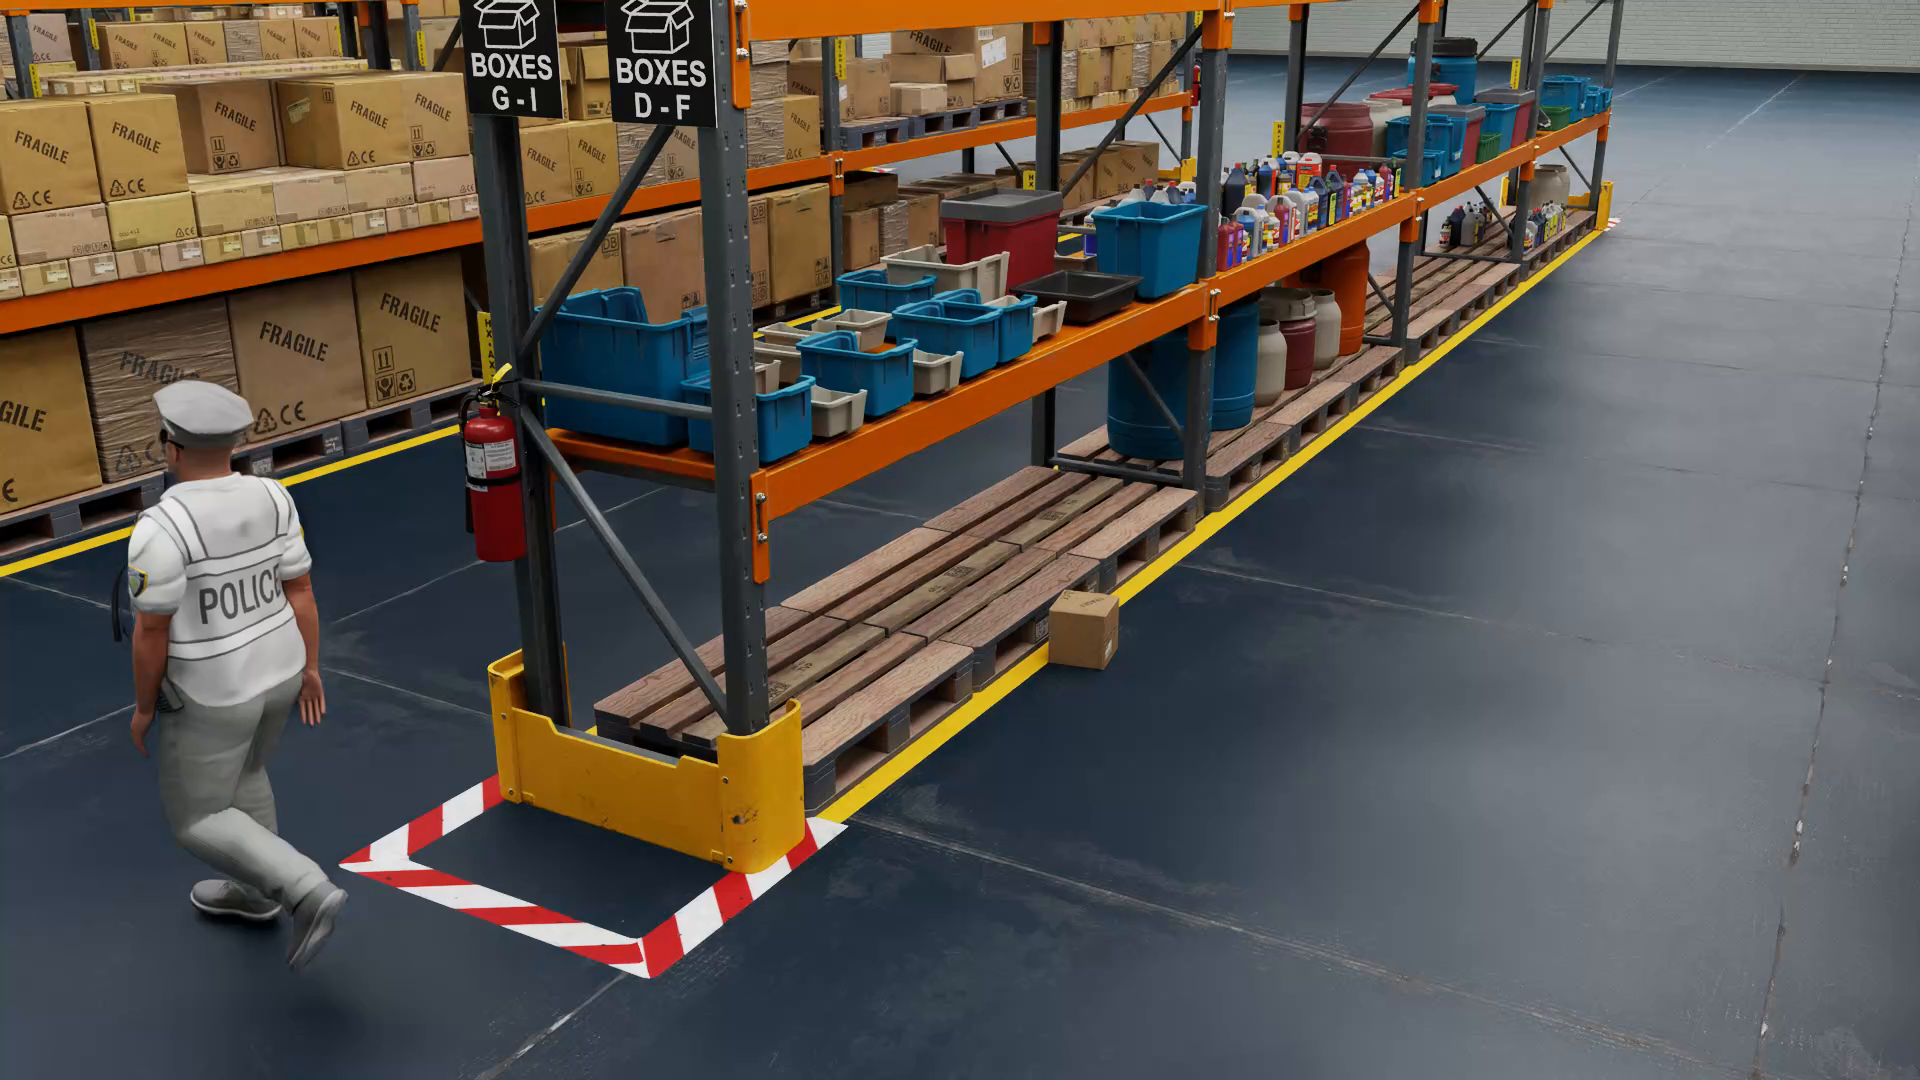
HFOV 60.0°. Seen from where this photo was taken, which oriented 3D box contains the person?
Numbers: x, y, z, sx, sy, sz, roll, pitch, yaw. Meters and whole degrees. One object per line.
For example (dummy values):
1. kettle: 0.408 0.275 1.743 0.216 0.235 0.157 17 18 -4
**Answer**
1. person: -2.102 0.401 4.830 0.814 1.747 0.529 8 21 22
